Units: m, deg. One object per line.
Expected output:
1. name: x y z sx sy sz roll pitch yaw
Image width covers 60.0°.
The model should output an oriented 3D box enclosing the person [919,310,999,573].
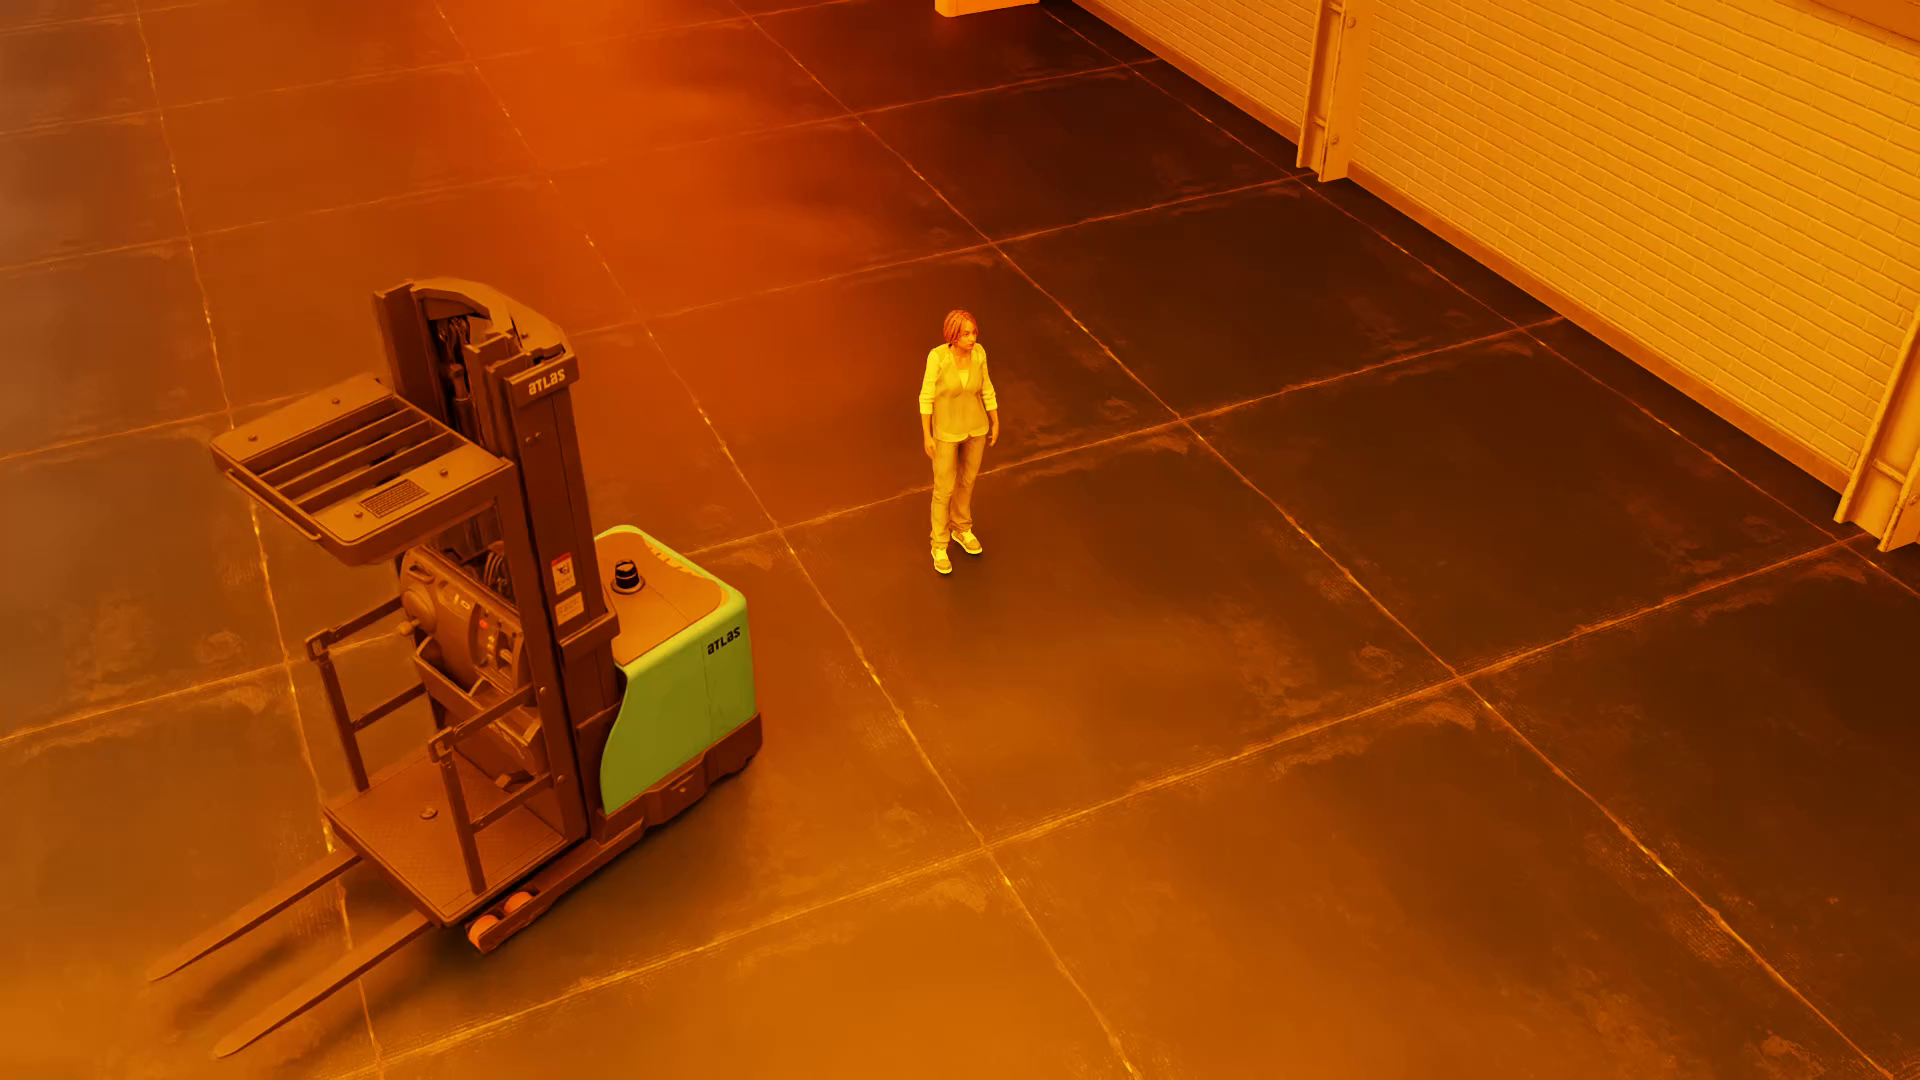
1. person: 0.019 -0.601 9.958 0.520 1.599 0.473 -16 40 -20

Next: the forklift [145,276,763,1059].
1. forklift: -2.418 0.428 7.481 1.130 2.935 3.031 28 45 32
